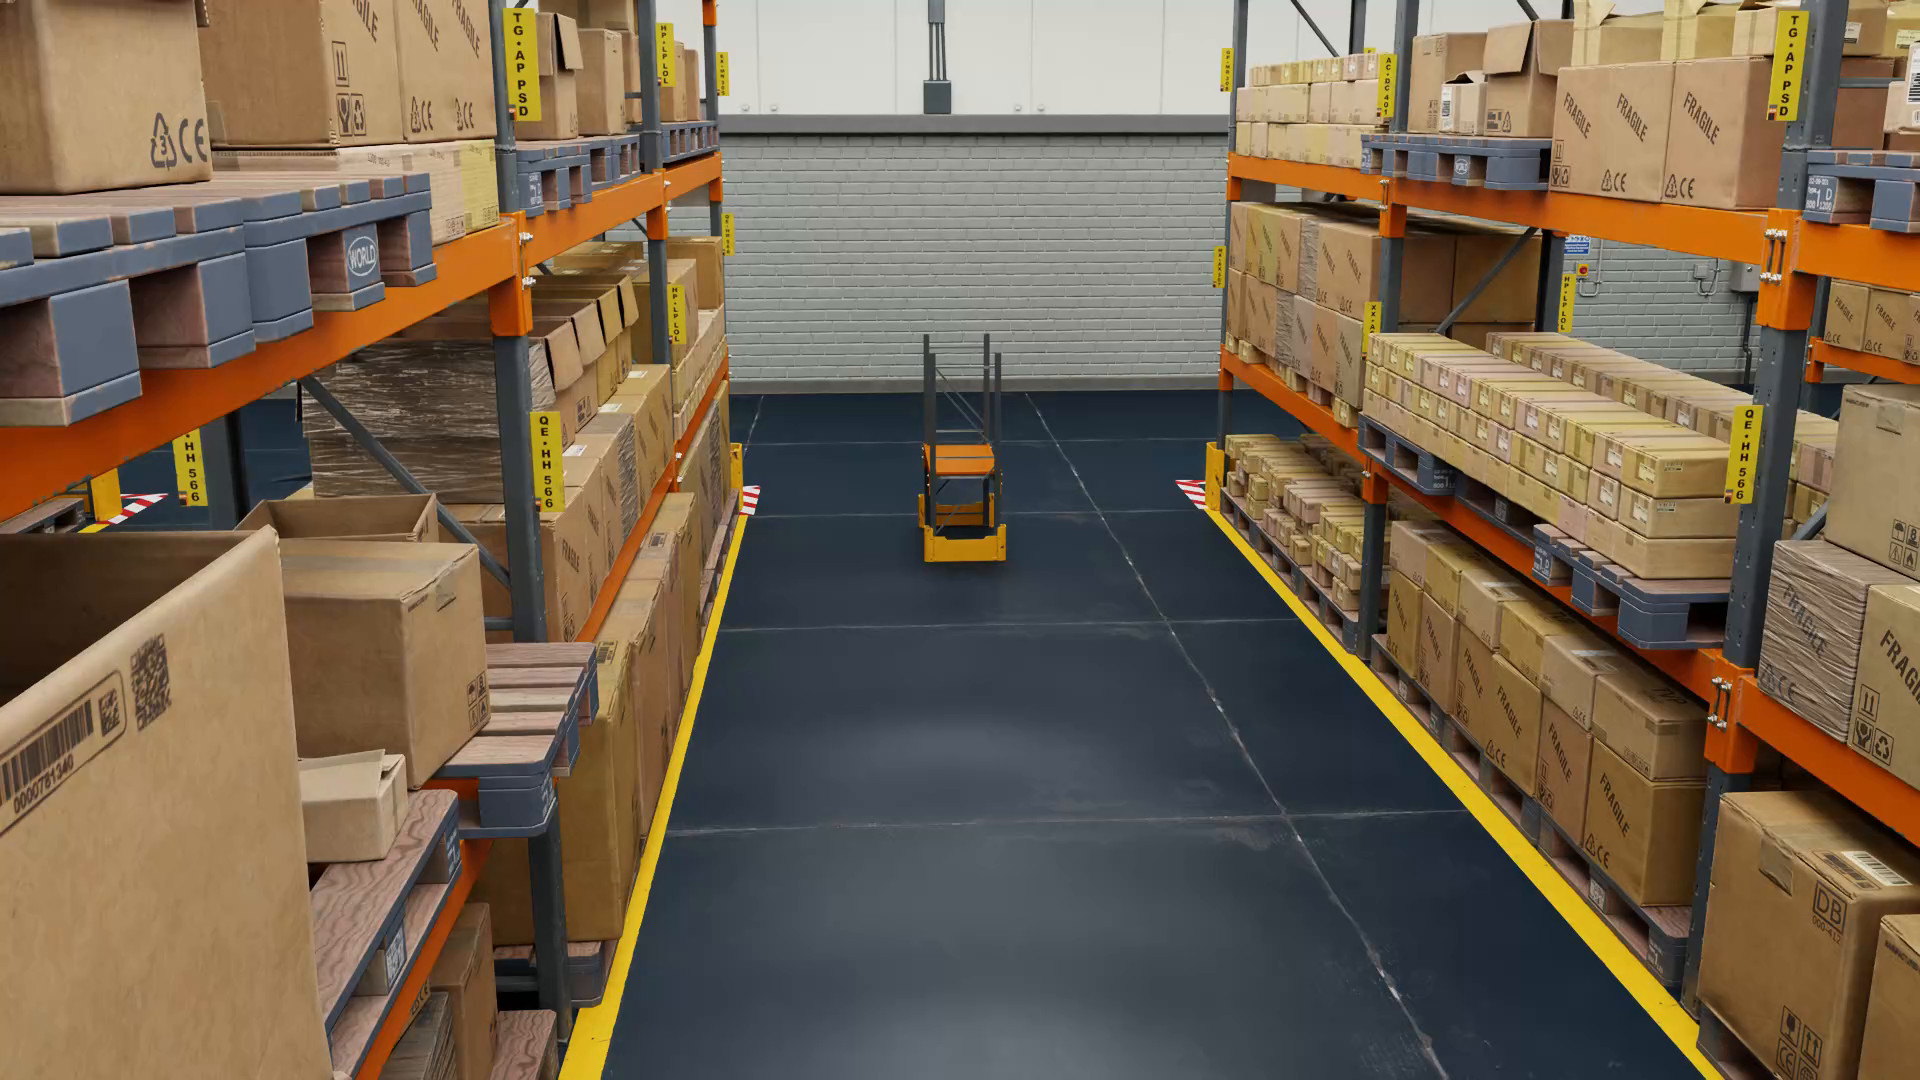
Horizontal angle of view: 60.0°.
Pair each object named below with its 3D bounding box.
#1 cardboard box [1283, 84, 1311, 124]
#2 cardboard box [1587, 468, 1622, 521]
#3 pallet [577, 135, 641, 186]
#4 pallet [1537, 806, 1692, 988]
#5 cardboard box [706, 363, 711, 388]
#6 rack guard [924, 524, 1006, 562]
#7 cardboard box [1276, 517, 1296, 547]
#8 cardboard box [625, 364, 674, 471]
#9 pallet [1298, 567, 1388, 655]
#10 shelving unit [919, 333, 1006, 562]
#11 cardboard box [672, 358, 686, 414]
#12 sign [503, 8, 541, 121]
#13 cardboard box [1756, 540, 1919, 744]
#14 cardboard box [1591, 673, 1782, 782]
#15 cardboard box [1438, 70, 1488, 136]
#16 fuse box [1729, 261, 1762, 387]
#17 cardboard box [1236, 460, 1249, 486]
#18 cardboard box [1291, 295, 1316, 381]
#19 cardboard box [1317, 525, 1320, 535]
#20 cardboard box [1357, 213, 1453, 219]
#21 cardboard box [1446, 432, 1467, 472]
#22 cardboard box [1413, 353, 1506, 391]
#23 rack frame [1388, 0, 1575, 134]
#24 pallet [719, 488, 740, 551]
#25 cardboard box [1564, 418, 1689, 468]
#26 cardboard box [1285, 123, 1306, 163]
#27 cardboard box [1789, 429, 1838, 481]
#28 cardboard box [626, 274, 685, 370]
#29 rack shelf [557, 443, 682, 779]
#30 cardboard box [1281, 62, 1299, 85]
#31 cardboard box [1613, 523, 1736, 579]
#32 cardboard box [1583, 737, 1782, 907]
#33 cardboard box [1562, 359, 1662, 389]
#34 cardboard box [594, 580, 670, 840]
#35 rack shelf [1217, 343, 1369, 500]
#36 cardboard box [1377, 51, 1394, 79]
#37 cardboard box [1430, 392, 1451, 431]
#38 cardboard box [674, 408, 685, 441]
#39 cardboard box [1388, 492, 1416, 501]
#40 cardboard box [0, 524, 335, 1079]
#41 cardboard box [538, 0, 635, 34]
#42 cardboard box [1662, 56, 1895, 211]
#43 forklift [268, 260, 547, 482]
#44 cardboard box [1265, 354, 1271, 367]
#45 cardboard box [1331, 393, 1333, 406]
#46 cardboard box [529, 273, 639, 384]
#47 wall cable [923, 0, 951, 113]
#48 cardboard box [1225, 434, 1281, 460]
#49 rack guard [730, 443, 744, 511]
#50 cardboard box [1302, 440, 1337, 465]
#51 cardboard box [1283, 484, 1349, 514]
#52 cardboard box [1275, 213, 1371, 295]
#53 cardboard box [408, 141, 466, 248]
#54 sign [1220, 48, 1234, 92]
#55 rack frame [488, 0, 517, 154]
[{"bbox_3d":[2.456,-2.883,10.989,0.500,0.250,0.500,-1,14,-6],"label":"cardboard box"},{"bbox_3d":[2.595,-0.174,6.246,0.380,0.149,0.250,0,14,-1],"label":"cardboard box"},{"bbox_3d":[-2.001,-1.842,8.030,0.805,0.209,1.217,-1,15,-6],"label":"pallet"},{"bbox_3d":[3.051,1.390,6.699,1.003,0.211,1.213,-1,14,-3],"label":"pallet"},{"bbox_3d":[-1.909,-1.119,11.358,0.380,0.149,0.250,-1,14,-2],"label":"cardboard box"},{"bbox_3d":[0.036,0.022,11.940,0.587,0.250,0.087,-1,14,-3],"label":"rack guard"},{"bbox_3d":[2.424,-0.058,11.612,0.380,0.149,0.250,-1,14,-3],"label":"cardboard box"},{"bbox_3d":[-1.805,-0.645,8.815,0.500,0.500,0.500,-1,14,-3],"label":"cardboard box"},{"bbox_3d":[2.773,0.423,10.457,1.003,0.211,1.213,-1,14,-3],"label":"pallet"},{"bbox_3d":[0.005,-0.707,12.266,0.587,1.500,1.083,-1,14,-3],"label":"shelving unit"},{"bbox_3d":[-1.874,-0.901,9.714,0.500,0.250,0.500,-1,14,-4],"label":"cardboard box"},{"bbox_3d":[-1.317,-1.425,4.989,0.100,0.325,0.005,-1,14,-3],"label":"sign"},{"bbox_3d":[2.856,0.302,5.134,0.500,0.500,0.500,-1,14,-3],"label":"cardboard box"},{"bbox_3d":[2.794,0.712,6.407,0.500,0.250,0.500,-1,14,-5],"label":"cardboard box"},{"bbox_3d":[2.695,-2.151,8.184,0.500,0.311,0.500,-1,14,-4],"label":"cardboard box"},{"bbox_3d":[9.270,-2.631,19.318,0.539,1.711,0.414,-1,14,-3],"label":"fuse box"},{"bbox_3d":[2.339,-0.519,12.805,0.380,0.149,0.250,-1,14,-4],"label":"cardboard box"},{"bbox_3d":[2.478,-1.322,10.847,0.500,0.500,0.500,-1,14,-4],"label":"cardboard box"},{"bbox_3d":[2.532,0.002,10.781,0.380,0.149,0.250,-1,14,-3],"label":"cardboard box"},{"bbox_3d":[2.987,-1.935,11.225,0.500,0.500,0.500,-1,14,-5],"label":"cardboard box"},{"bbox_3d":[2.502,-0.413,7.771,0.380,0.149,0.250,-1,14,-4],"label":"cardboard box"},{"bbox_3d":[2.465,-0.830,8.201,0.380,0.149,0.250,-1,14,-4],"label":"cardboard box"},{"bbox_3d":[2.850,-3.666,8.715,1.000,3.000,0.127,-1,14,-3],"label":"rack frame"},{"bbox_3d":[-2.227,-0.156,12.708,1.003,0.211,1.213,-1,14,-3],"label":"pallet"},{"bbox_3d":[2.580,-0.378,6.443,0.380,0.149,0.250,0,14,-2],"label":"cardboard box"},{"bbox_3d":[2.469,-2.632,11.019,0.500,0.250,0.500,-1,14,-4],"label":"cardboard box"},{"bbox_3d":[3.243,-0.320,6.219,0.380,0.149,0.250,-1,14,-5],"label":"cardboard box"},{"bbox_3d":[-1.881,-1.267,9.629,0.500,0.500,0.500,-1,14,-3],"label":"cardboard box"},{"bbox_3d":[-1.983,0.137,7.419,1.077,0.370,4.000,-1,14,-3],"label":"rack shelf"},{"bbox_3d":[2.394,-3.164,11.283,0.380,0.149,0.250,0,14,-2],"label":"cardboard box"},{"bbox_3d":[2.609,0.037,6.024,0.380,0.149,0.250,-1,14,-3],"label":"cardboard box"},{"bbox_3d":[2.796,1.082,6.476,0.500,0.500,0.500,-1,14,-4],"label":"cardboard box"},{"bbox_3d":[3.130,-0.776,7.990,0.380,0.149,0.250,-1,14,-5],"label":"cardboard box"},{"bbox_3d":[-1.928,0.718,7.139,1.225,0.875,0.875,-1,14,-3],"label":"cardboard box"},{"bbox_3d":[2.726,-0.910,11.485,1.077,0.370,4.000,-1,14,-3],"label":"rack shelf"},{"bbox_3d":[2.558,-2.649,9.282,0.380,0.149,0.250,-2,15,-6],"label":"cardboard box"},{"bbox_3d":[2.486,-0.621,7.984,0.380,0.149,0.250,0,14,-1],"label":"cardboard box"},{"bbox_3d":[-1.793,-0.666,9.600,0.380,0.149,0.250,-1,14,-3],"label":"cardboard box"},{"bbox_3d":[3.040,-0.221,11.050,0.380,0.149,0.250,-1,14,-2],"label":"cardboard box"},{"bbox_3d":[-1.520,0.587,2.179,1.000,1.000,1.000,-1,14,-3],"label":"cardboard box"},{"bbox_3d":[-2.158,-3.059,9.628,0.500,0.250,0.500,-2,15,-7],"label":"cardboard box"},{"bbox_3d":[2.809,-1.405,5.747,0.500,0.500,0.500,-1,14,-3],"label":"cardboard box"},{"bbox_3d":[-4.274,-1.879,13.946,3.031,2.935,1.130,-12,19,-40],"label":"forklift"},{"bbox_3d":[2.468,-1.355,12.278,0.380,0.149,0.250,0,14,-1],"label":"cardboard box"},{"bbox_3d":[2.570,-0.901,10.514,0.380,0.149,0.250,-1,14,-5],"label":"cardboard box"},{"bbox_3d":[-2.059,-1.085,8.508,0.797,0.503,0.637,-1,14,-5],"label":"cardboard box"},{"bbox_3d":[0.735,-7.627,17.653,2.277,5.999,0.120,-1,14,-3],"label":"wall cable"},{"bbox_3d":[2.296,-0.731,13.031,0.380,0.149,0.250,-2,15,-6],"label":"cardboard box"},{"bbox_3d":[-2.356,-0.499,13.464,1.175,0.500,0.348,-1,14,-3],"label":"rack guard"},{"bbox_3d":[2.846,-0.675,12.815,0.380,0.149,0.250,-1,14,-2],"label":"cardboard box"},{"bbox_3d":[2.414,-0.279,11.276,0.380,0.149,0.250,-1,14,-5],"label":"cardboard box"},{"bbox_3d":[2.448,-1.935,11.221,0.500,0.500,0.500,-1,14,-5],"label":"cardboard box"},{"bbox_3d":[-1.540,-0.857,4.118,0.500,0.250,0.500,-1,14,-4],"label":"cardboard box"},{"bbox_3d":[2.061,-3.623,12.814,0.100,0.325,0.005,-1,14,-3],"label":"sign"},{"bbox_3d":[-1.859,-2.620,4.649,1.000,3.000,0.127,-1,14,-3],"label":"rack frame"}]
